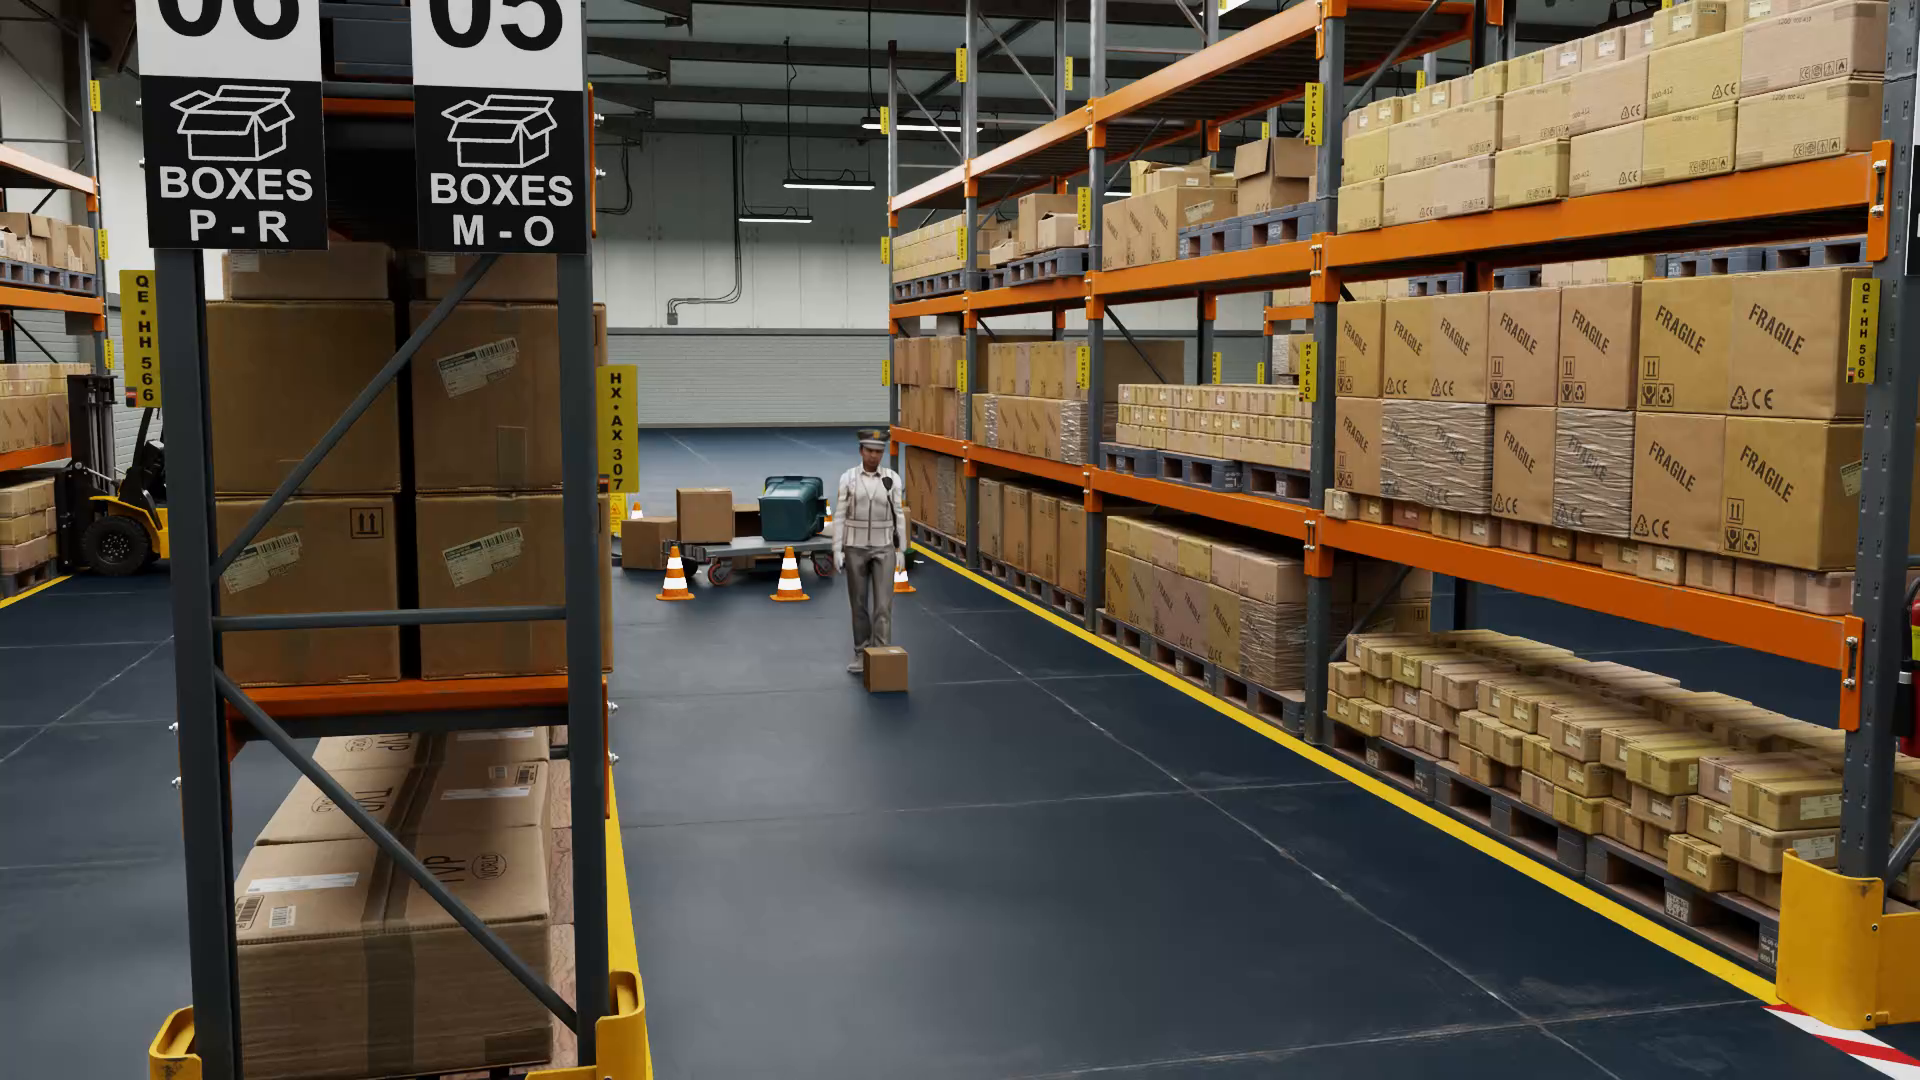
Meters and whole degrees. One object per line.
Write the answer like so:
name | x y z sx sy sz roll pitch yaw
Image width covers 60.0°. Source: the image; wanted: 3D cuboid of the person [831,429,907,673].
person | -0.618 0.084 11.258 0.514 1.673 0.556 0 6 -1
